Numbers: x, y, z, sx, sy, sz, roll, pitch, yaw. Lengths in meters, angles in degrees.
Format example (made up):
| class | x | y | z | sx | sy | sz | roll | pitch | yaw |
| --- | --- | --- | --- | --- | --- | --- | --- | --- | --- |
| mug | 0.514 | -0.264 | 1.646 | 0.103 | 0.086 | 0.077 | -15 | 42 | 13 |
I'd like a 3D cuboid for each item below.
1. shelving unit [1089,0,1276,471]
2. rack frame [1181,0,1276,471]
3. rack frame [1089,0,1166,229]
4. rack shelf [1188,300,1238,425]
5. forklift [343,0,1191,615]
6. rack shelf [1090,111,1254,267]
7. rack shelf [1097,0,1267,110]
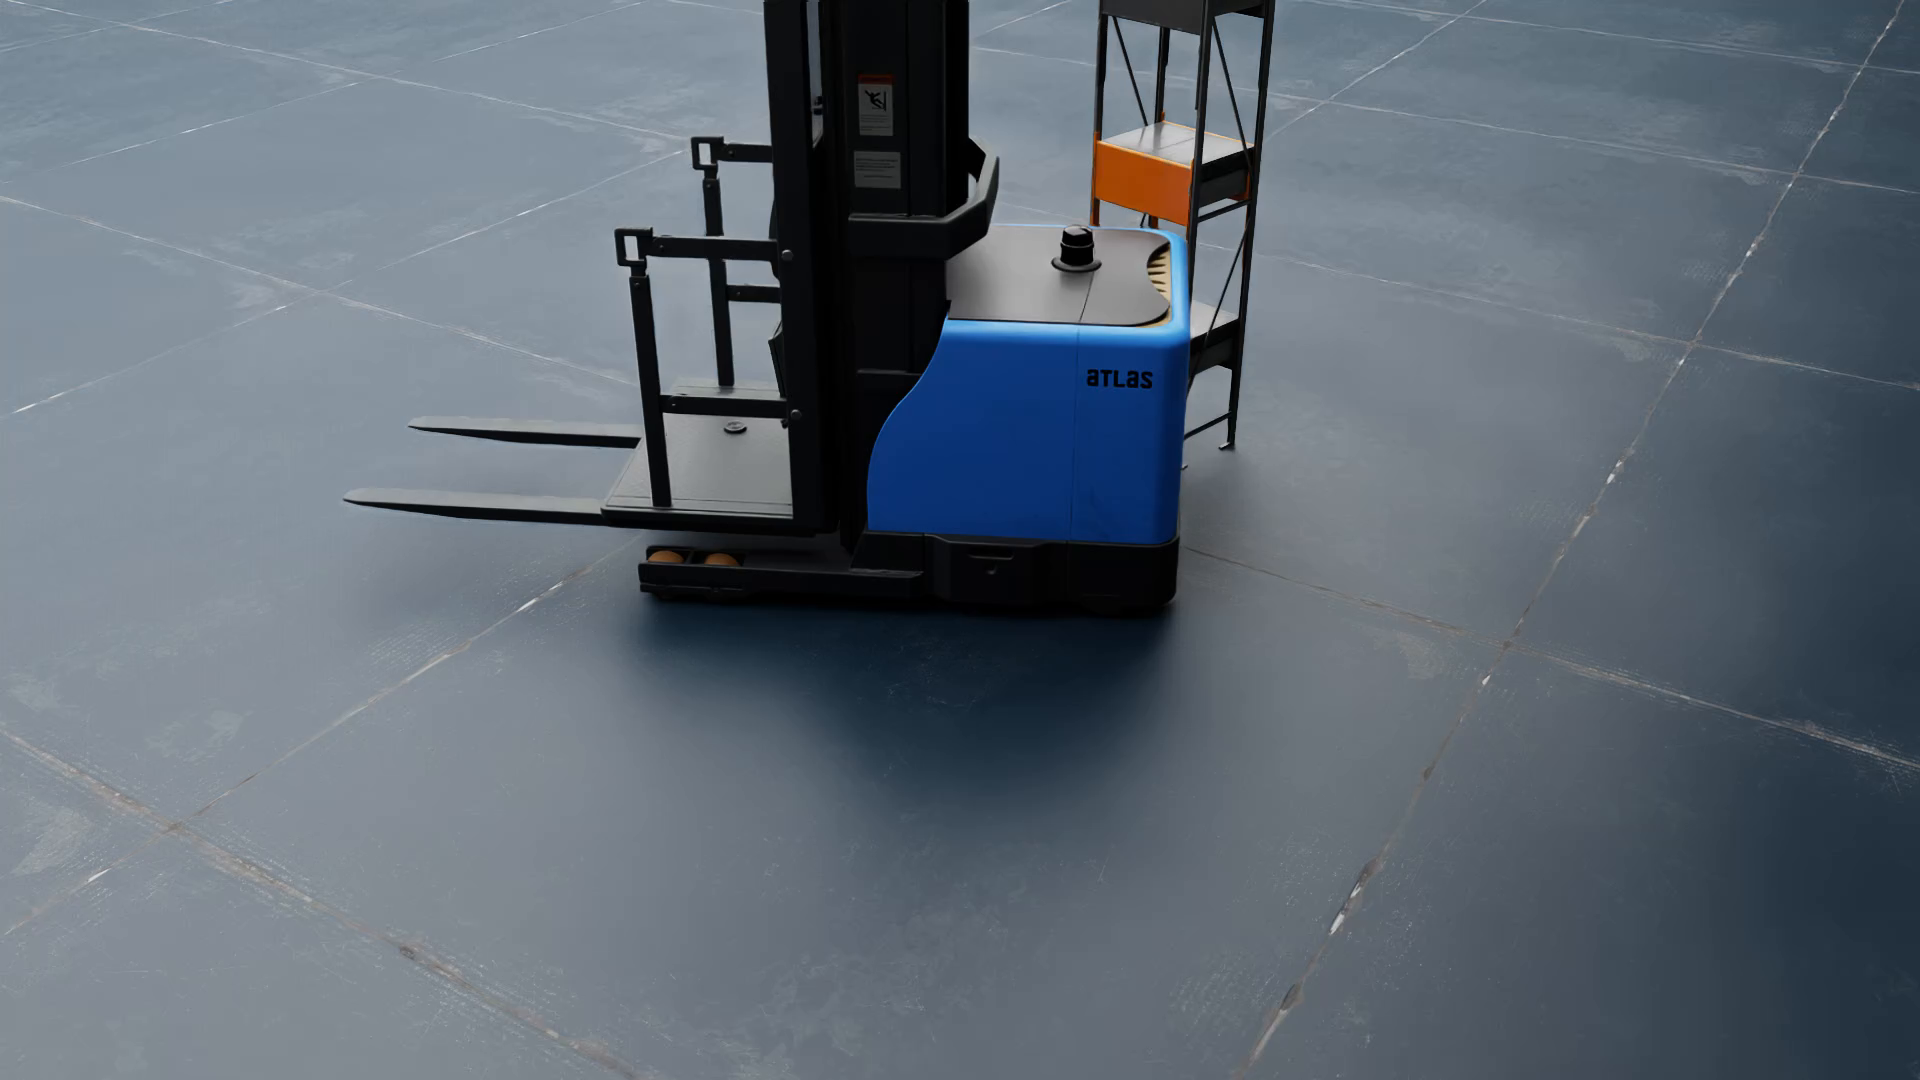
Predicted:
| class | x | y | z | sx | sy | sz | roll | pitch | yaw |
| --- | --- | --- | --- | --- | --- | --- | --- | --- | --- |
| shelving unit | 0.828 | -1.331 | 6.448 | 0.431 | 2.100 | 0.503 | -26 | 39 | -37 |
| rack frame | 0.998 | -1.243 | 6.297 | 0.400 | 2.100 | 0.015 | -26 | 39 | -37 |
| rack frame | 0.657 | -1.419 | 6.599 | 0.400 | 2.100 | 0.015 | -26 | 39 | -37 |
| rack shelf | 0.828 | -0.715 | 6.808 | 0.431 | 0.518 | 0.480 | -26 | 39 | -37 |
| forklift | -0.713 | -1.311 | 5.588 | 3.031 | 2.935 | 1.130 | 3 | 30 | 5 |
| rack shelf | 0.828 | -1.319 | 6.455 | 0.431 | 0.518 | 0.480 | -26 | 39 | -37 |
| rack shelf | 0.828 | -1.924 | 6.102 | 0.431 | 0.518 | 0.480 | -26 | 39 | -37 |
